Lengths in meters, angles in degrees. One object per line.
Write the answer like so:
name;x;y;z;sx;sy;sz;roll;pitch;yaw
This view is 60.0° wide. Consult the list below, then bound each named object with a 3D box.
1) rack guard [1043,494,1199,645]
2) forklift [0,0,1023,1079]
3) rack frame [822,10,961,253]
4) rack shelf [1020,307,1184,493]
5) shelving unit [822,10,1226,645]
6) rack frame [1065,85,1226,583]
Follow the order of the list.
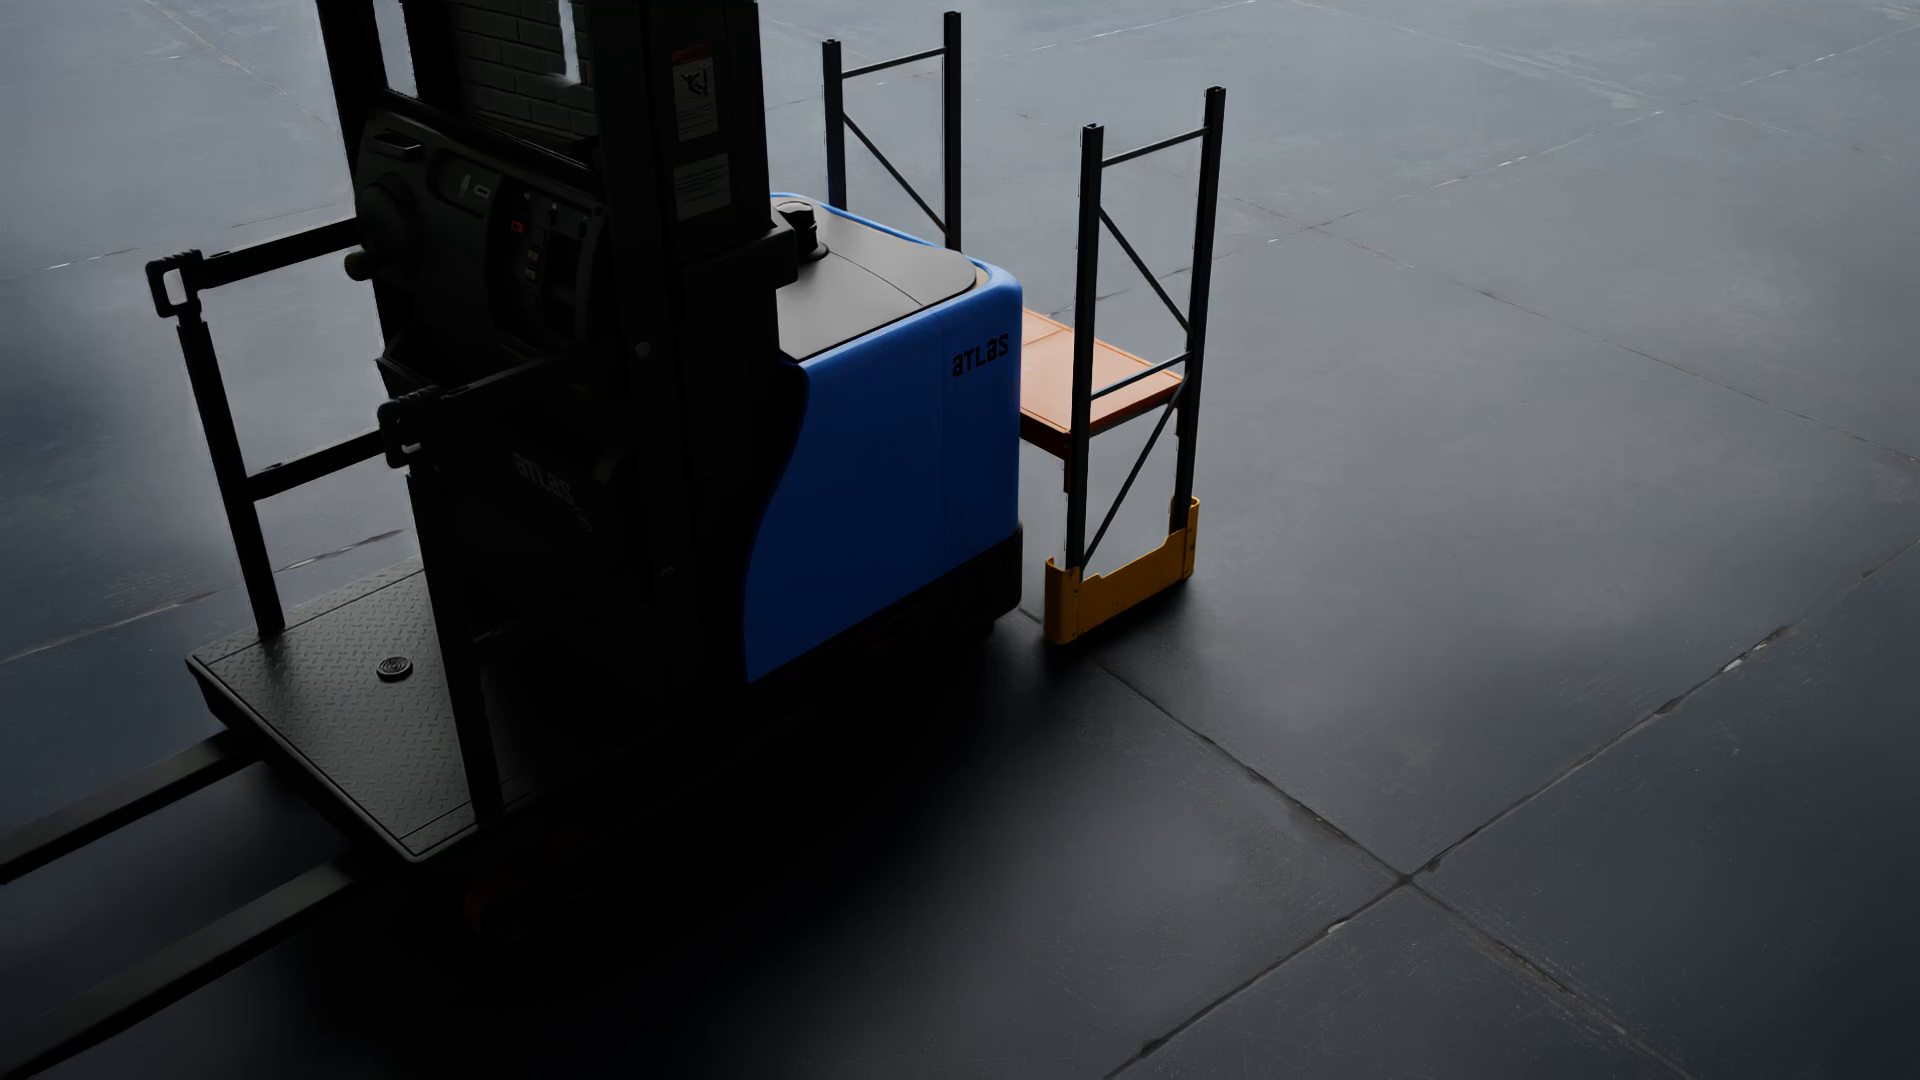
rack guard;0.478;0.078;4.887;0.587;0.250;0.087;-26;40;-35
forklift;-1.203;-0.638;3.500;1.130;2.935;3.031;27;41;36
rack frame;-0.192;-0.842;5.185;0.500;1.500;0.032;-26;40;-35
rack shelf;0.150;-0.491;4.960;0.538;0.185;1.000;-26;40;-35
shelving unit;0.144;-0.647;4.871;0.587;1.500;1.083;-26;40;-35
rack frame;0.491;-0.445;4.545;0.500;1.500;0.032;-26;40;-35
